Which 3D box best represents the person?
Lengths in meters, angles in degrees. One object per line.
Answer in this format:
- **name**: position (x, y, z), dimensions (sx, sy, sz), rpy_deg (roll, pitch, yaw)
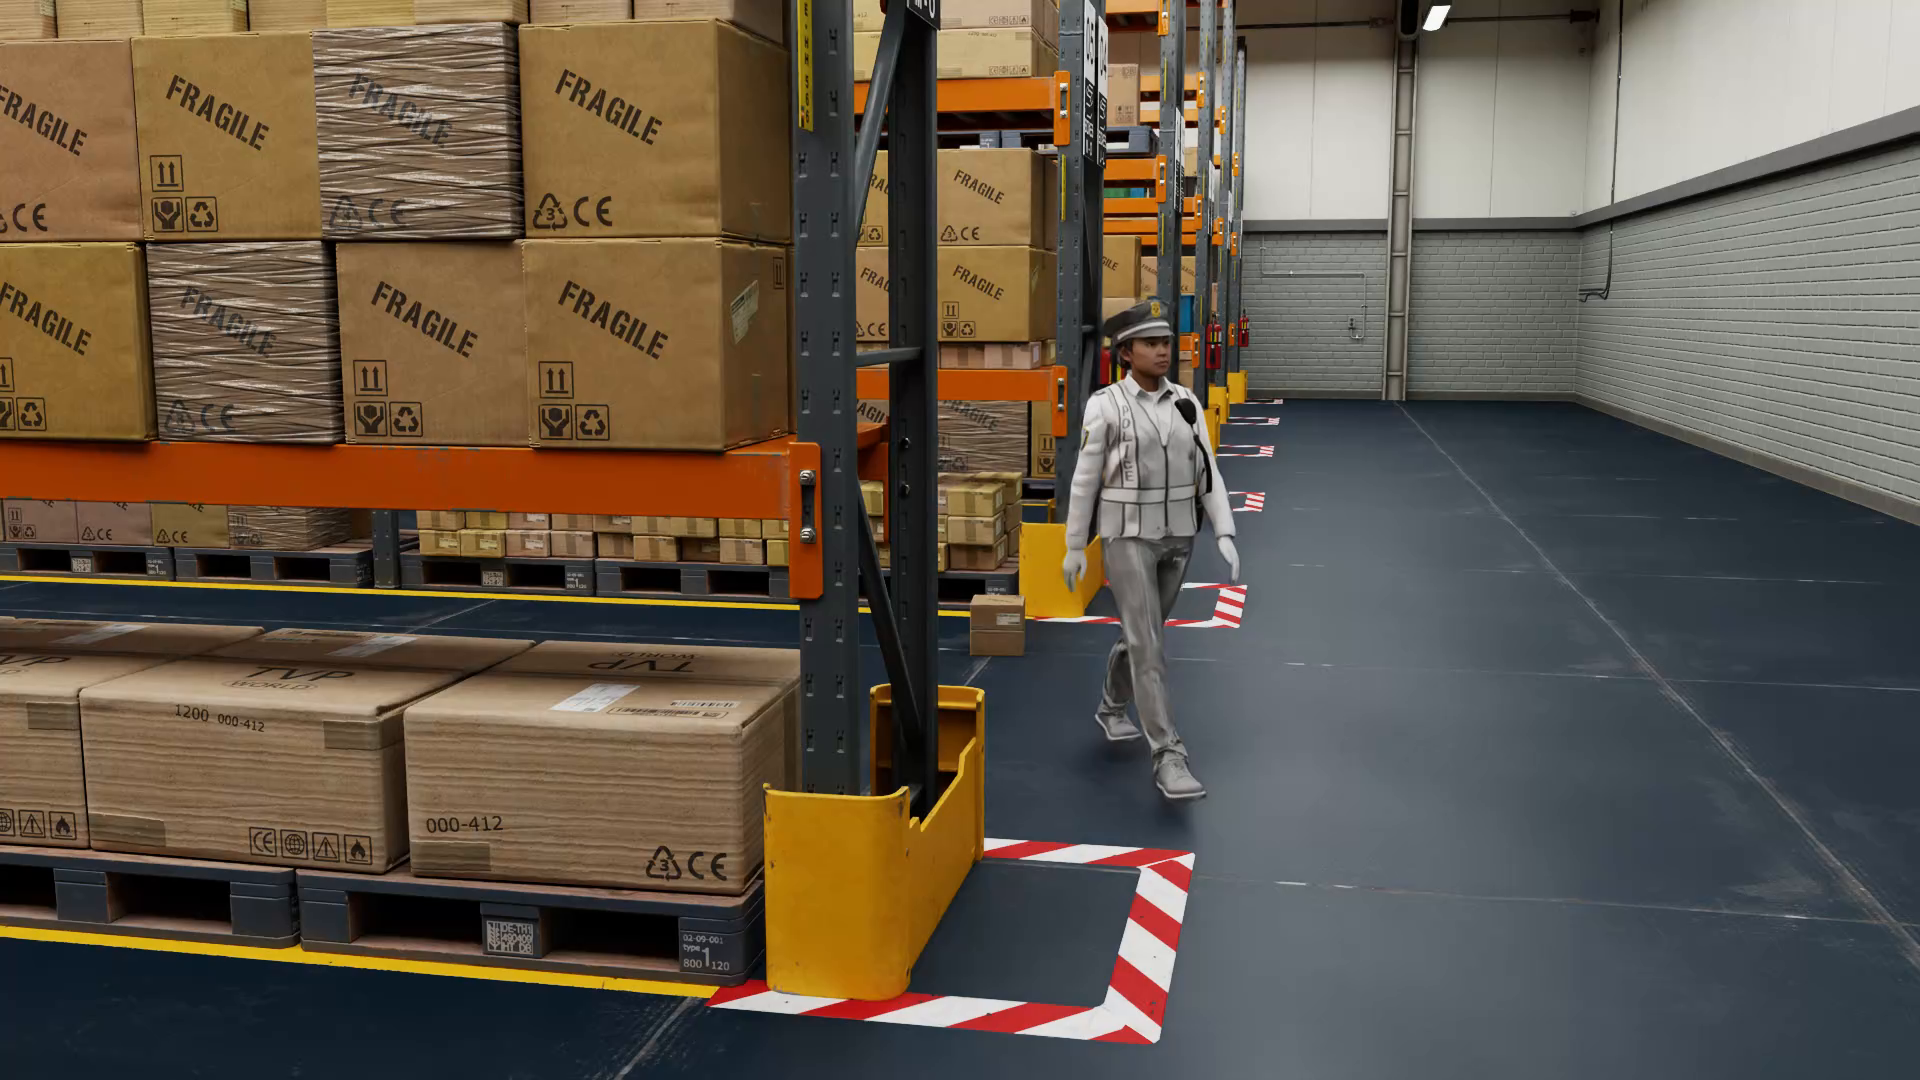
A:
- **person**: position (0.684, -0.011, 5.717), dimensions (0.513, 1.619, 1.029), rpy_deg (-4, 9, -25)
